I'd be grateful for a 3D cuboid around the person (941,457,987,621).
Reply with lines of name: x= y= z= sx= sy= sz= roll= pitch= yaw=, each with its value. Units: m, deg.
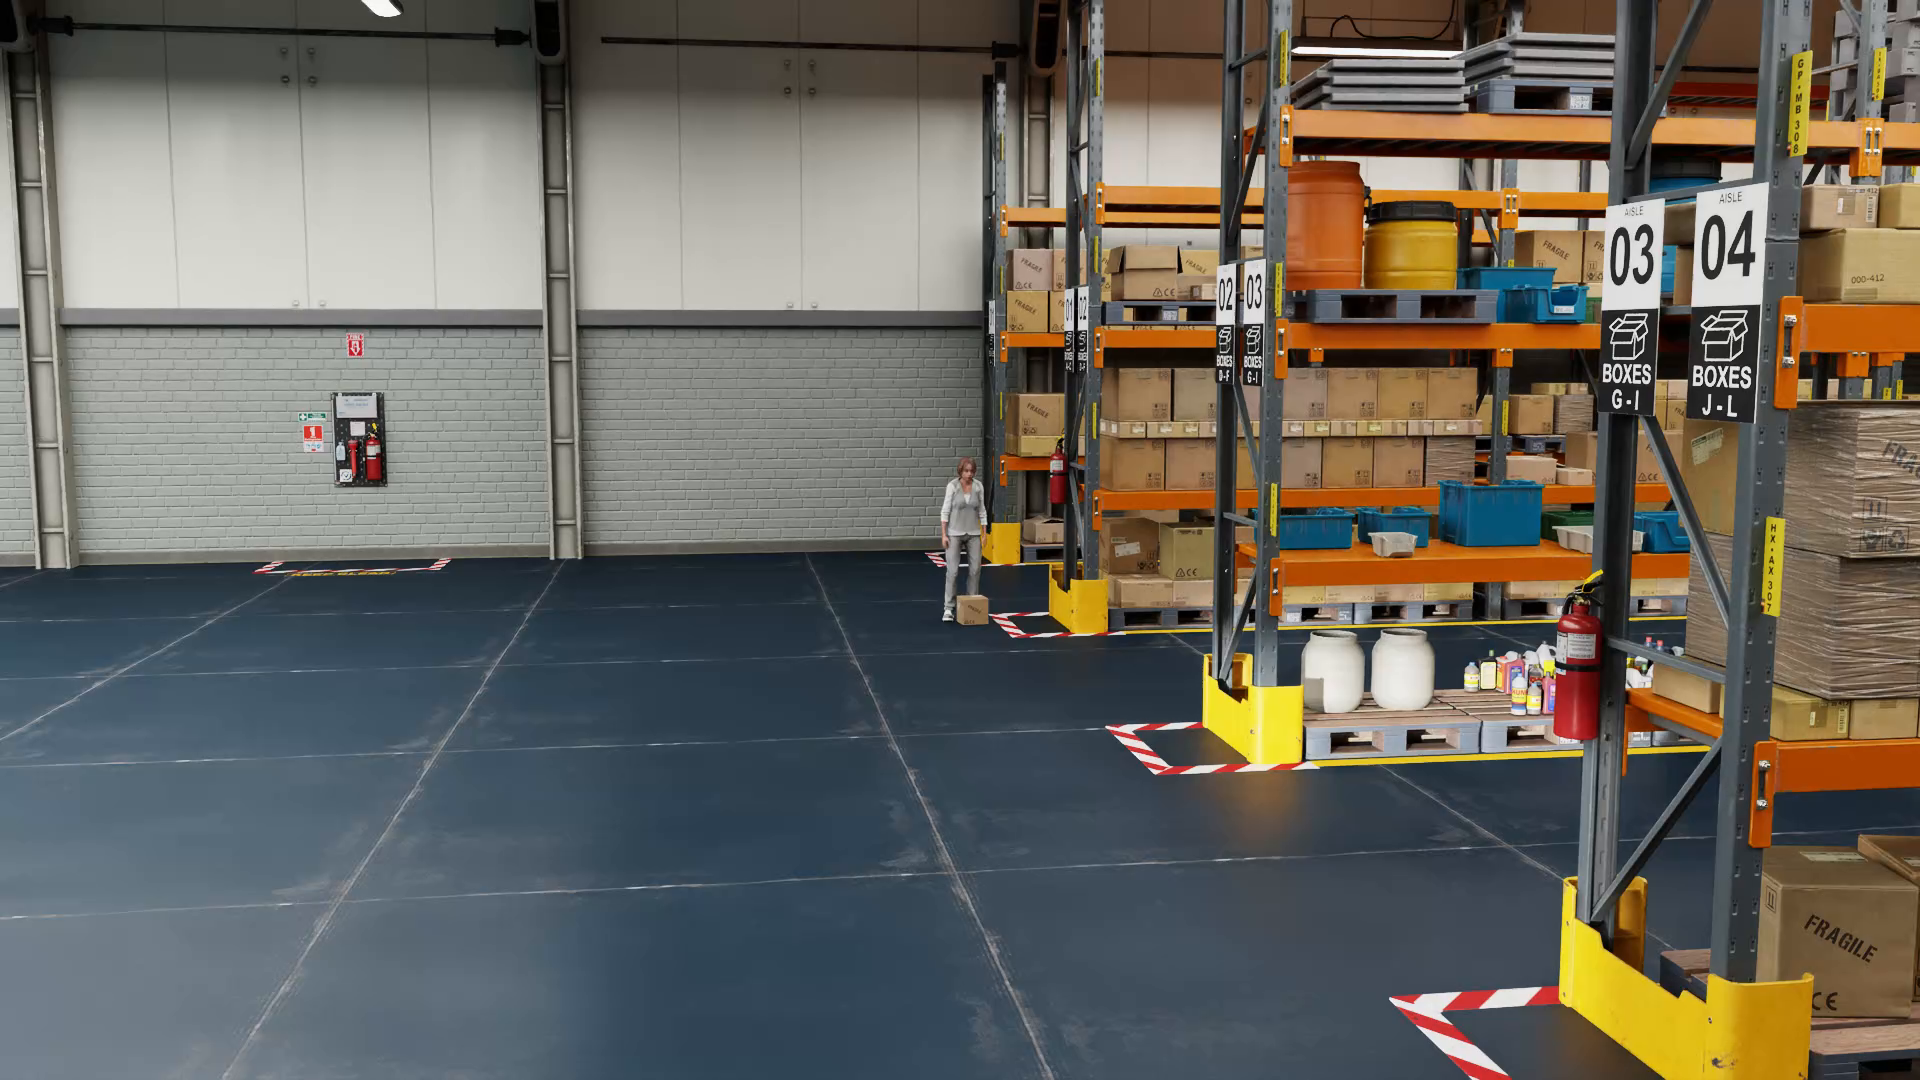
person: x=0.042 y=-0.019 z=16.193 sx=0.461 sy=1.591 sz=0.347 roll=-1 pitch=7 yaw=-13
